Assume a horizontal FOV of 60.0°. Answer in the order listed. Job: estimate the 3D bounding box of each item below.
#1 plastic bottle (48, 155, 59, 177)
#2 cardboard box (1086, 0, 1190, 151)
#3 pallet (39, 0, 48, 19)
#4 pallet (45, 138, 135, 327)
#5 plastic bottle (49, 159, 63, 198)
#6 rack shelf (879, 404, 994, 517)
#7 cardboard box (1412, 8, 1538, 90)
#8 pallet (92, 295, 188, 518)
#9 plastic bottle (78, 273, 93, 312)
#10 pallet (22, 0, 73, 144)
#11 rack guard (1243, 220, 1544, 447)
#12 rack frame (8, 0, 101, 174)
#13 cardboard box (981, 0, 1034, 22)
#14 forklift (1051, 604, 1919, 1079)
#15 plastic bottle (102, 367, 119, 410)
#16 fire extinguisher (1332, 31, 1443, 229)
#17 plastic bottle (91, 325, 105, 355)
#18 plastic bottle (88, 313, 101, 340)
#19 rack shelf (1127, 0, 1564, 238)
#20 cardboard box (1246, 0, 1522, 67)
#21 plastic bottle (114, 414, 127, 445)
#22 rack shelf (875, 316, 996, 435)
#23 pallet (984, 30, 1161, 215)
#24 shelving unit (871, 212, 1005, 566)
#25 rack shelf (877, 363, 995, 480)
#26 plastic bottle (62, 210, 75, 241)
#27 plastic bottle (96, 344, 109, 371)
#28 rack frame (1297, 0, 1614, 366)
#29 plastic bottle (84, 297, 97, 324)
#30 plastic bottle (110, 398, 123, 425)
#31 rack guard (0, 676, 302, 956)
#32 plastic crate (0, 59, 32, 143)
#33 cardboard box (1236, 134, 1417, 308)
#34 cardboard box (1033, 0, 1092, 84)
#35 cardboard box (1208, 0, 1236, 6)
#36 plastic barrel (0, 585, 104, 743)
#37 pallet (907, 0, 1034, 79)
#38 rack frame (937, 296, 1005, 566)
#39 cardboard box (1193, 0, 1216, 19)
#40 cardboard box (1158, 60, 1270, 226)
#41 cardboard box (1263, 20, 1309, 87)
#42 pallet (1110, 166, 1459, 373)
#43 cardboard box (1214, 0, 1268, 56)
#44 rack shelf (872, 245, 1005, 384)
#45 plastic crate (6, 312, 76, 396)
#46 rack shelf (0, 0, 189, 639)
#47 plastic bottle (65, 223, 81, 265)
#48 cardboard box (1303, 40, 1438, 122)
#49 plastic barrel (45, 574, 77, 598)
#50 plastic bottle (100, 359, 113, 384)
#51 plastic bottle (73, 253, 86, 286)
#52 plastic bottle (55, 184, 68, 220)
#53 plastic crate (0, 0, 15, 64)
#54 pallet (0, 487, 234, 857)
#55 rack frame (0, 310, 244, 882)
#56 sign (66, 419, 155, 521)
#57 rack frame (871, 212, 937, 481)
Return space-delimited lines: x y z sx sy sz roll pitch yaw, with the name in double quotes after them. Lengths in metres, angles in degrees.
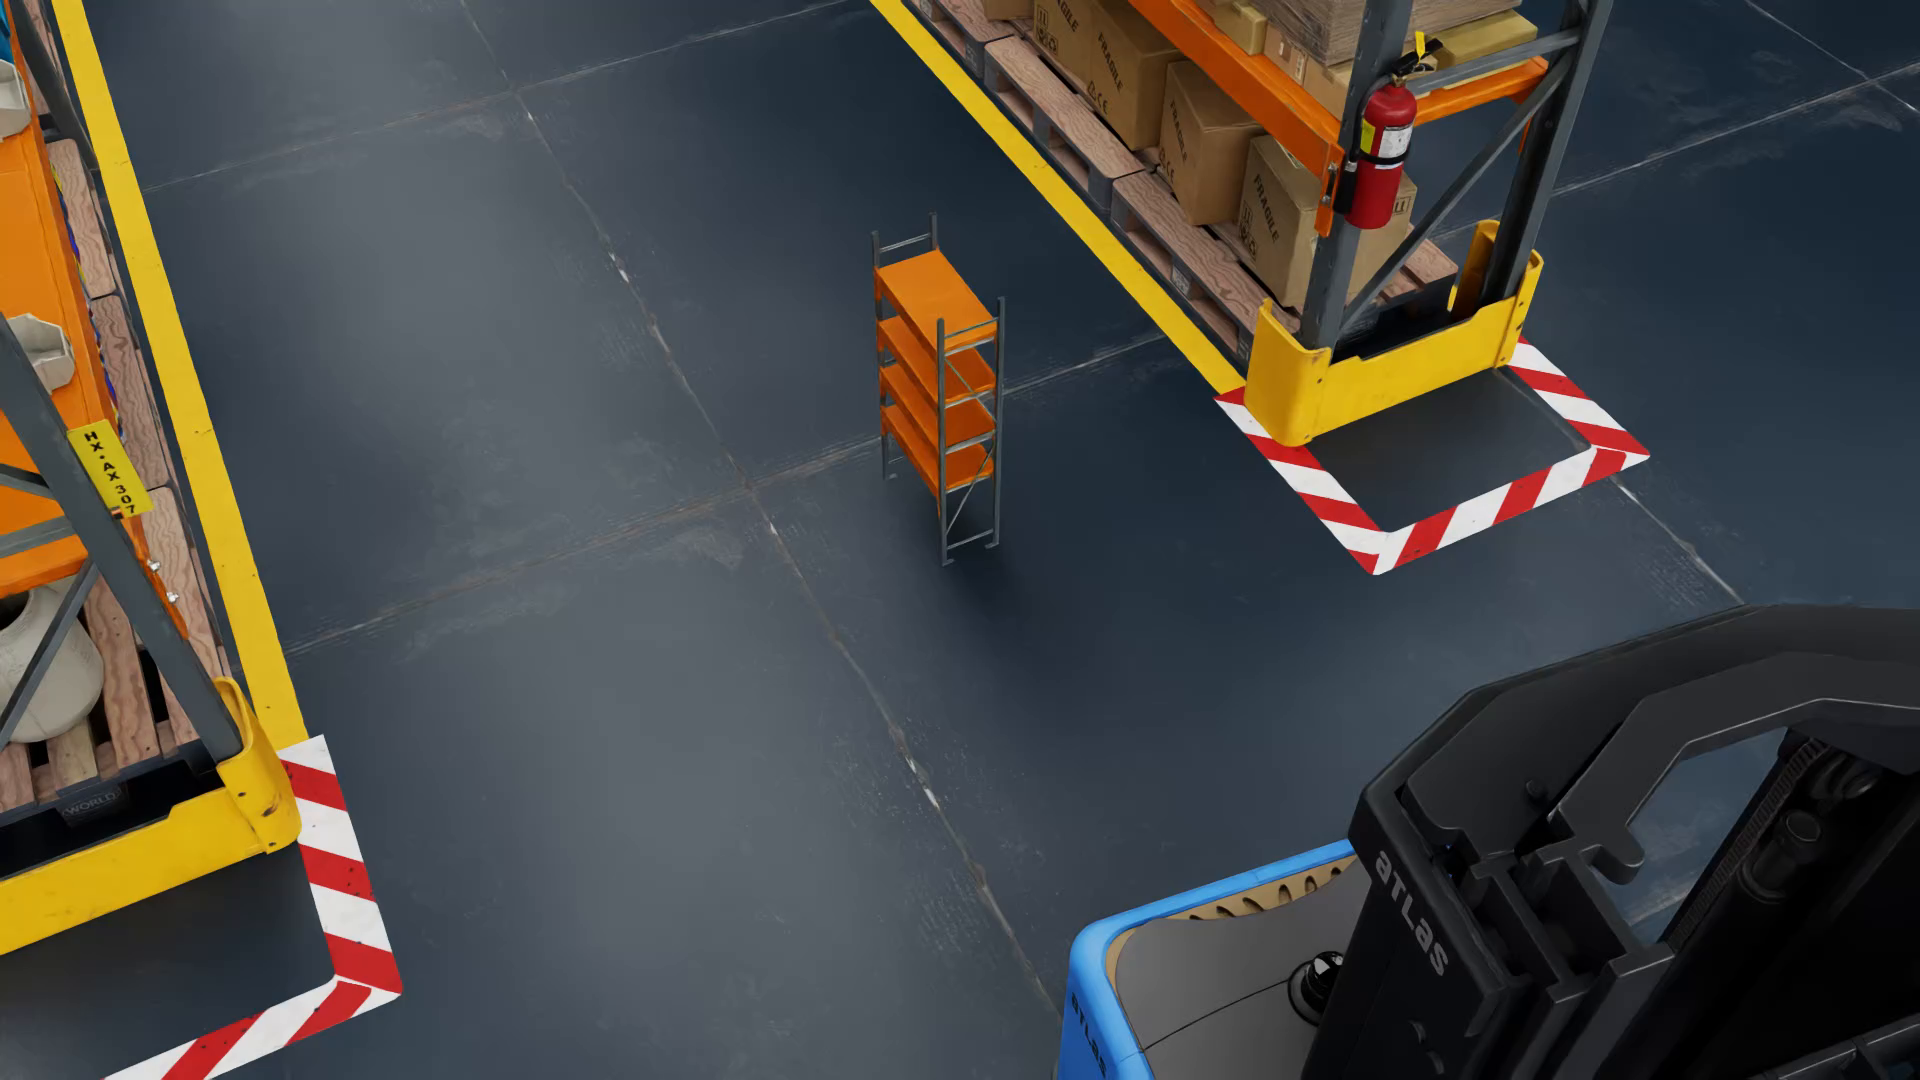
-4.034 -1.662 7.278 0.097 0.201 0.097 0 49 0 "plastic bottle"
0.913 -2.156 7.524 0.500 0.500 0.500 -17 51 -14 "cardboard box"
-5.433 -2.986 8.721 1.003 0.211 1.213 -21 52 -18 "pallet"
-4.207 -1.192 7.152 1.003 0.211 1.213 -21 52 -18 "pallet"
-3.964 -1.616 7.183 0.061 0.283 0.133 -19 51 -16 "plastic bottle"
-0.076 -0.331 6.095 0.258 0.148 0.480 -21 52 -18 "rack shelf"
1.839 -1.793 5.992 0.380 0.149 0.250 -21 52 -18 "cardboard box"
-3.645 -0.375 6.437 1.003 0.211 1.213 -21 52 -18 "pallet"
-3.620 -1.036 6.680 0.152 0.276 0.135 -20 52 -17 "plastic bottle"
-4.871 -2.168 8.006 1.003 0.211 1.213 -21 52 -18 "pallet"
1.722 -0.831 6.644 1.175 0.500 0.348 -21 52 -18 "rack guard"
-4.477 -2.574 6.509 1.000 3.000 0.127 -21 52 -18 "rack frame"
0.343 -2.933 8.204 0.500 0.500 0.500 -7 49 -6 "cardboard box"
1.223 1.608 2.896 1.130 2.935 3.031 -15 51 -13 "forklift"
-3.287 -0.626 6.317 0.061 0.283 0.133 -20 52 -17 "plastic bottle"
1.400 -1.342 5.482 0.296 0.674 0.183 -21 52 -18 "fire extinguisher"
-3.447 -0.804 6.527 0.097 0.201 0.097 0 49 0 "plastic bottle"
-3.495 -0.896 6.561 0.097 0.271 0.097 0 49 0 "plastic bottle"
0.842 -2.705 7.101 1.077 0.370 4.000 -21 52 -18 "rack shelf"
1.530 -2.111 5.840 0.875 0.500 0.500 -21 52 -18 "cardboard box"
-3.199 -0.464 6.184 0.097 0.271 0.097 0 49 0 "plastic bottle"
-0.076 -0.609 5.778 0.258 0.148 0.480 -21 52 -18 "rack shelf"
0.828 -2.107 7.953 1.003 0.211 1.213 -21 52 -18 "pallet"
-0.076 -0.506 5.895 0.258 1.200 0.503 -21 52 -18 "shelving unit"
-0.076 -0.462 5.946 0.258 0.148 0.480 -21 52 -18 "rack shelf"
-3.839 -1.387 6.937 0.144 0.351 0.185 -24 53 -19 "plastic bottle"
-3.402 -0.761 6.443 0.097 0.271 0.097 0 49 0 "plastic bottle"
1.757 -1.603 5.659 1.000 3.000 0.127 -21 52 -18 "rack frame"
-3.541 -0.941 6.647 0.097 0.201 0.097 0 49 0 "plastic bottle"
-3.247 -0.511 6.271 0.097 0.201 0.097 0 49 0 "plastic bottle"
-2.724 0.891 5.138 1.175 0.500 0.348 -21 52 -18 "rack guard"
-3.509 -1.488 5.734 0.530 0.136 0.437 -21 52 -18 "plastic crate"
1.486 -1.342 6.813 0.500 0.500 0.500 -13 50 -11 "cardboard box"
0.697 -2.545 7.864 0.500 0.500 0.500 -26 54 -21 "cardboard box"
1.194 -2.405 6.096 0.875 0.500 0.500 -21 52 -18 "cardboard box"
-3.016 0.370 5.308 0.421 0.512 0.421 0 49 0 "plastic barrel"
0.265 -2.925 8.668 1.003 0.211 1.213 -21 52 -18 "pallet"
0.036 -0.342 5.752 0.240 1.200 0.015 -21 52 -18 "rack frame"
1.068 -2.130 6.287 0.380 0.149 0.250 -21 52 -18 "cardboard box"
1.182 -1.730 7.152 0.500 0.500 0.500 -9 49 -8 "cardboard box"
1.329 -1.807 6.005 0.380 0.149 0.250 -21 52 -18 "cardboard box"
1.382 -1.292 7.239 1.003 0.211 1.213 -21 52 -18 "pallet"
1.169 -1.957 6.136 0.380 0.149 0.250 -21 52 -18 "cardboard box"
-0.076 -0.765 5.599 0.258 0.148 0.480 -21 52 -18 "rack shelf"
-2.770 -0.520 4.887 0.298 0.136 0.250 -21 52 -18 "plastic crate"
-3.562 -0.999 5.609 1.077 0.370 4.000 -21 52 -18 "rack shelf"
-3.727 -1.270 6.880 0.061 0.283 0.133 -18 51 -15 "plastic bottle"
1.443 -1.640 5.858 0.380 0.149 0.250 -21 52 -18 "cardboard box"
-3.245 0.034 5.601 0.421 0.512 0.421 0 49 0 "plastic barrel"
-3.356 -0.694 6.384 0.097 0.271 0.097 0 49 0 "plastic bottle"
-3.691 -1.170 6.748 0.144 0.351 0.185 -21 52 -18 "plastic bottle"
-3.926 -1.515 7.050 0.144 0.351 0.185 -22 53 -18 "plastic bottle"
-3.729 -1.878 5.998 0.499 0.251 0.616 -21 52 -18 "plastic crate"
-3.091 0.441 5.724 1.003 0.211 1.213 -21 52 -18 "pallet"
-2.647 0.103 4.167 1.000 3.000 0.127 -21 52 -18 "rack frame"
-2.156 -0.175 4.226 0.100 0.325 0.005 -21 52 -18 "sign"
-0.187 -0.669 6.038 0.240 1.200 0.015 -21 52 -18 "rack frame"
